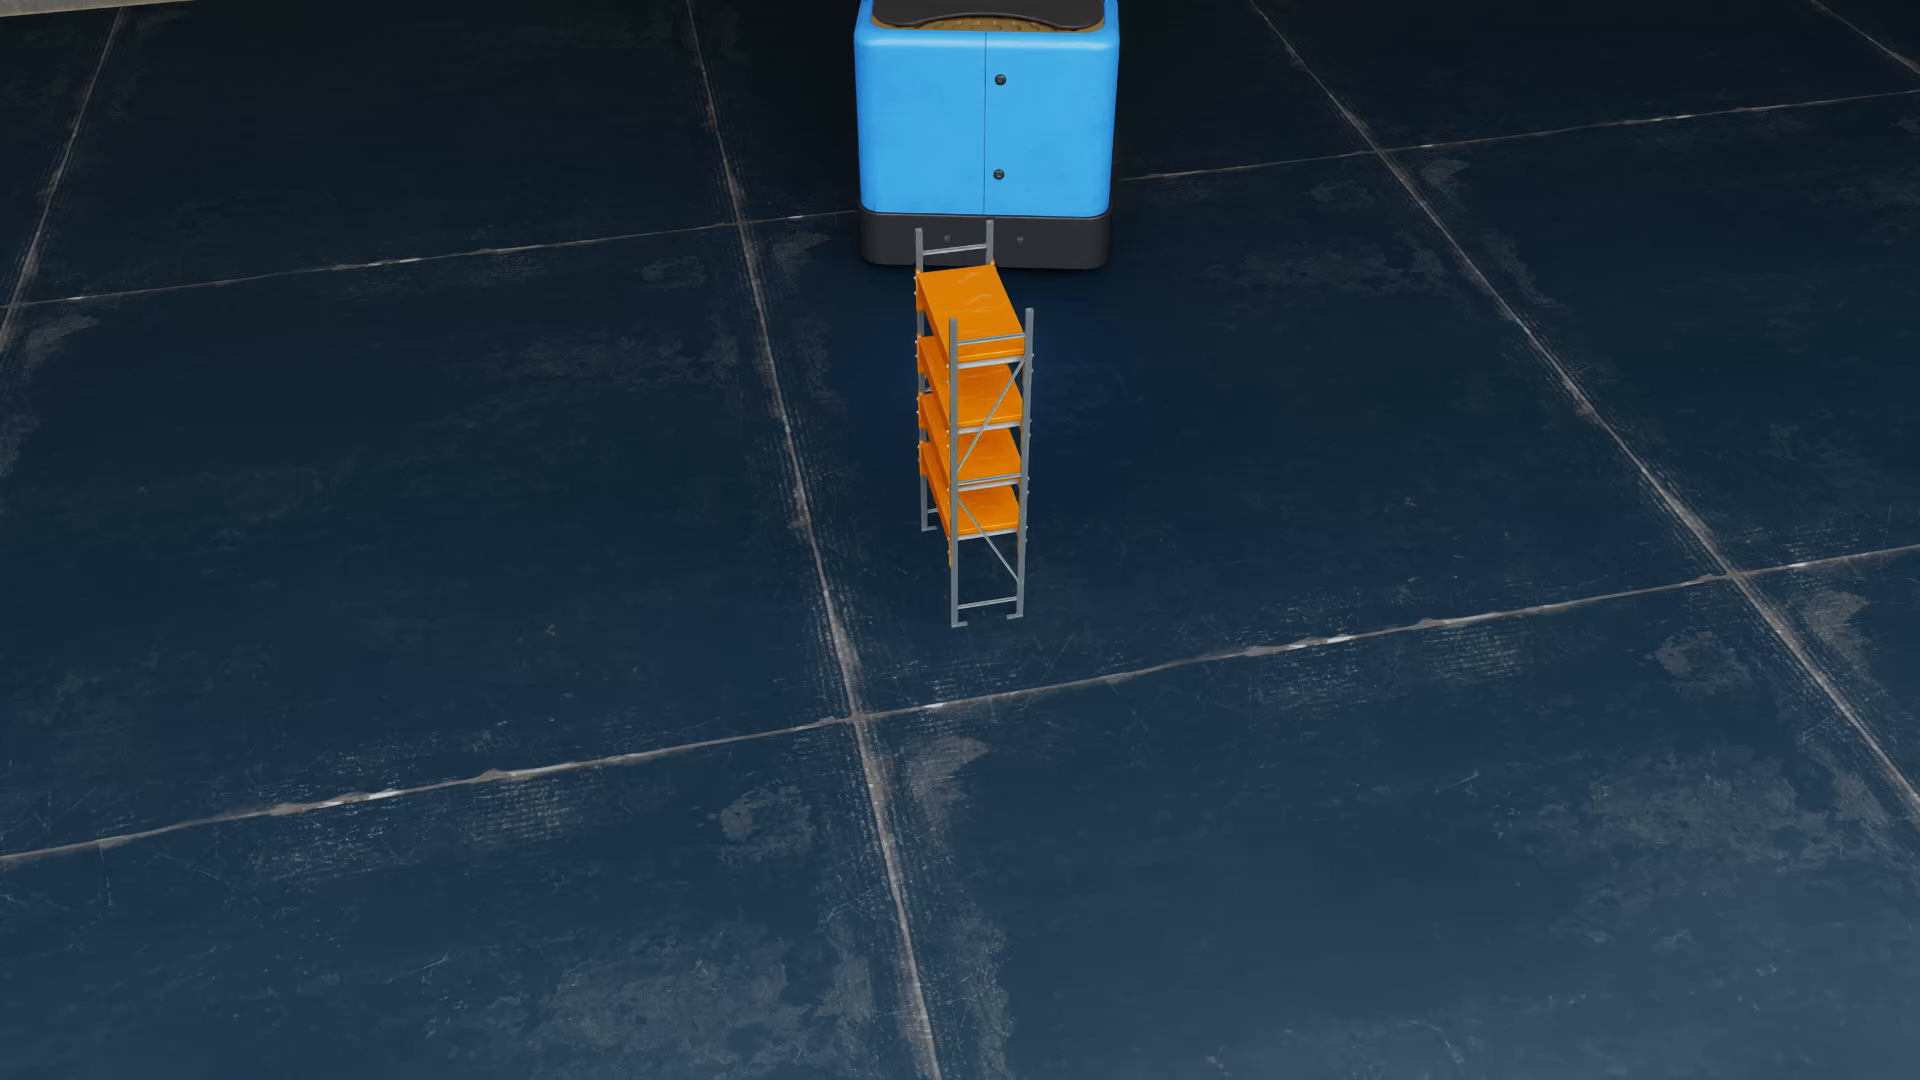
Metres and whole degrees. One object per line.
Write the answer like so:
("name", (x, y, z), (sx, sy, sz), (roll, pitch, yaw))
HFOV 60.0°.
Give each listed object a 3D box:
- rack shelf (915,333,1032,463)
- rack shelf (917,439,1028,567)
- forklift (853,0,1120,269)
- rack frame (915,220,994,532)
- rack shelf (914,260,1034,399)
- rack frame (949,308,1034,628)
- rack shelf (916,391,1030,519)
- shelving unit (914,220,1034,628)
("rack shelf", (0.036, -0.458, 5.127), (0.258, 0.148, 0.480), (-8, 42, -9))
("rack shelf", (0.036, -0.143, 5.407), (0.258, 0.148, 0.480), (-8, 42, -9))
("forklift", (0.164, -3.183, 7.127), (1.130, 2.935, 3.031), (2, 42, 2))
("rack frame", (-0.017, -0.500, 5.409), (0.240, 1.200, 0.015), (-8, 42, -9))
("rack shelf", (0.036, -0.635, 4.970), (0.258, 0.148, 0.480), (-8, 42, -9))
("rack frame", (0.088, -0.183, 5.053), (0.240, 1.200, 0.015), (-8, 42, -9))
("rack shelf", (0.036, -0.291, 5.275), (0.258, 0.148, 0.480), (-8, 42, -9))
("shelving unit", (0.036, -0.341, 5.231), (0.258, 1.200, 0.503), (-8, 42, -9))
